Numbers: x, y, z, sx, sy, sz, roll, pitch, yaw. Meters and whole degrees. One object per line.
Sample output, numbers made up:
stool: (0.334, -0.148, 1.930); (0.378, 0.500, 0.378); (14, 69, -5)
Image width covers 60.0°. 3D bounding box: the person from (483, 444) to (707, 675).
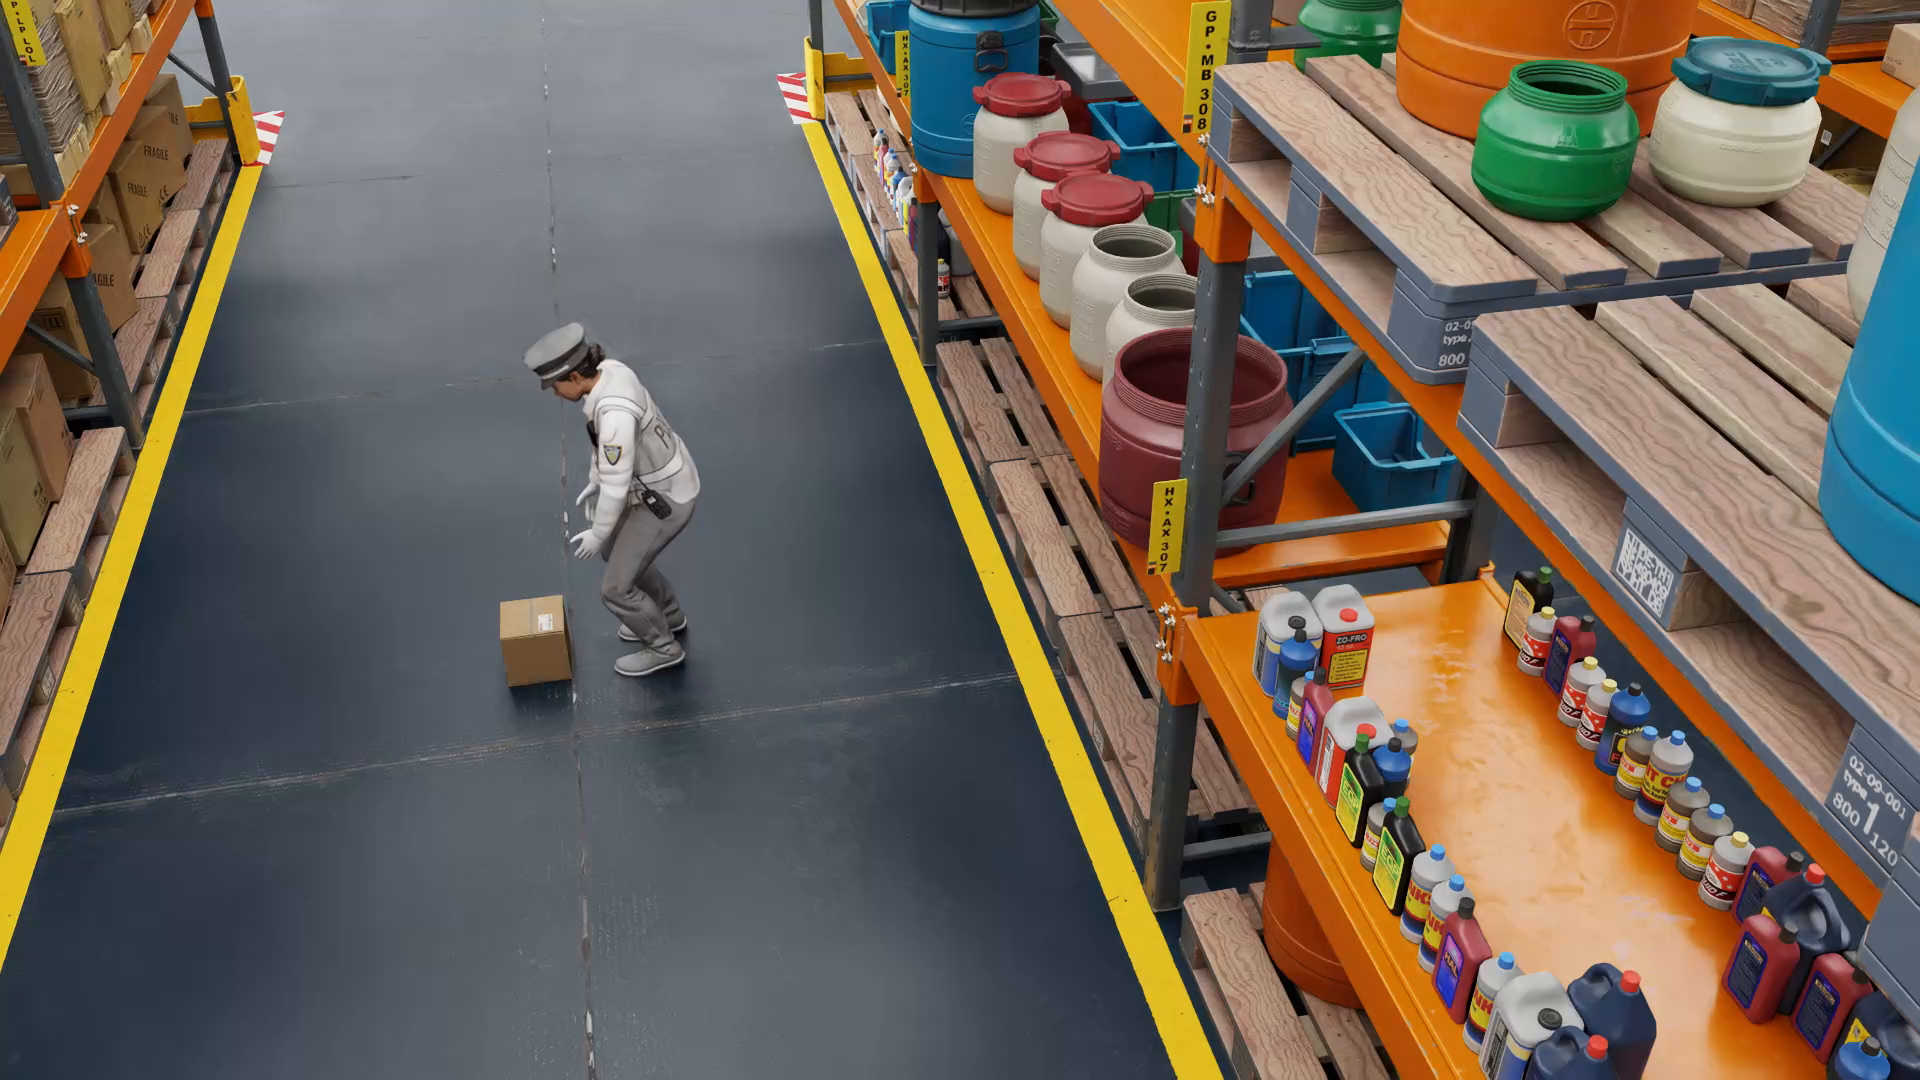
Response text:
person: (-1.437, 0.094, 6.664); (0.882, 0.919, 0.443); (-9, 36, -13)
